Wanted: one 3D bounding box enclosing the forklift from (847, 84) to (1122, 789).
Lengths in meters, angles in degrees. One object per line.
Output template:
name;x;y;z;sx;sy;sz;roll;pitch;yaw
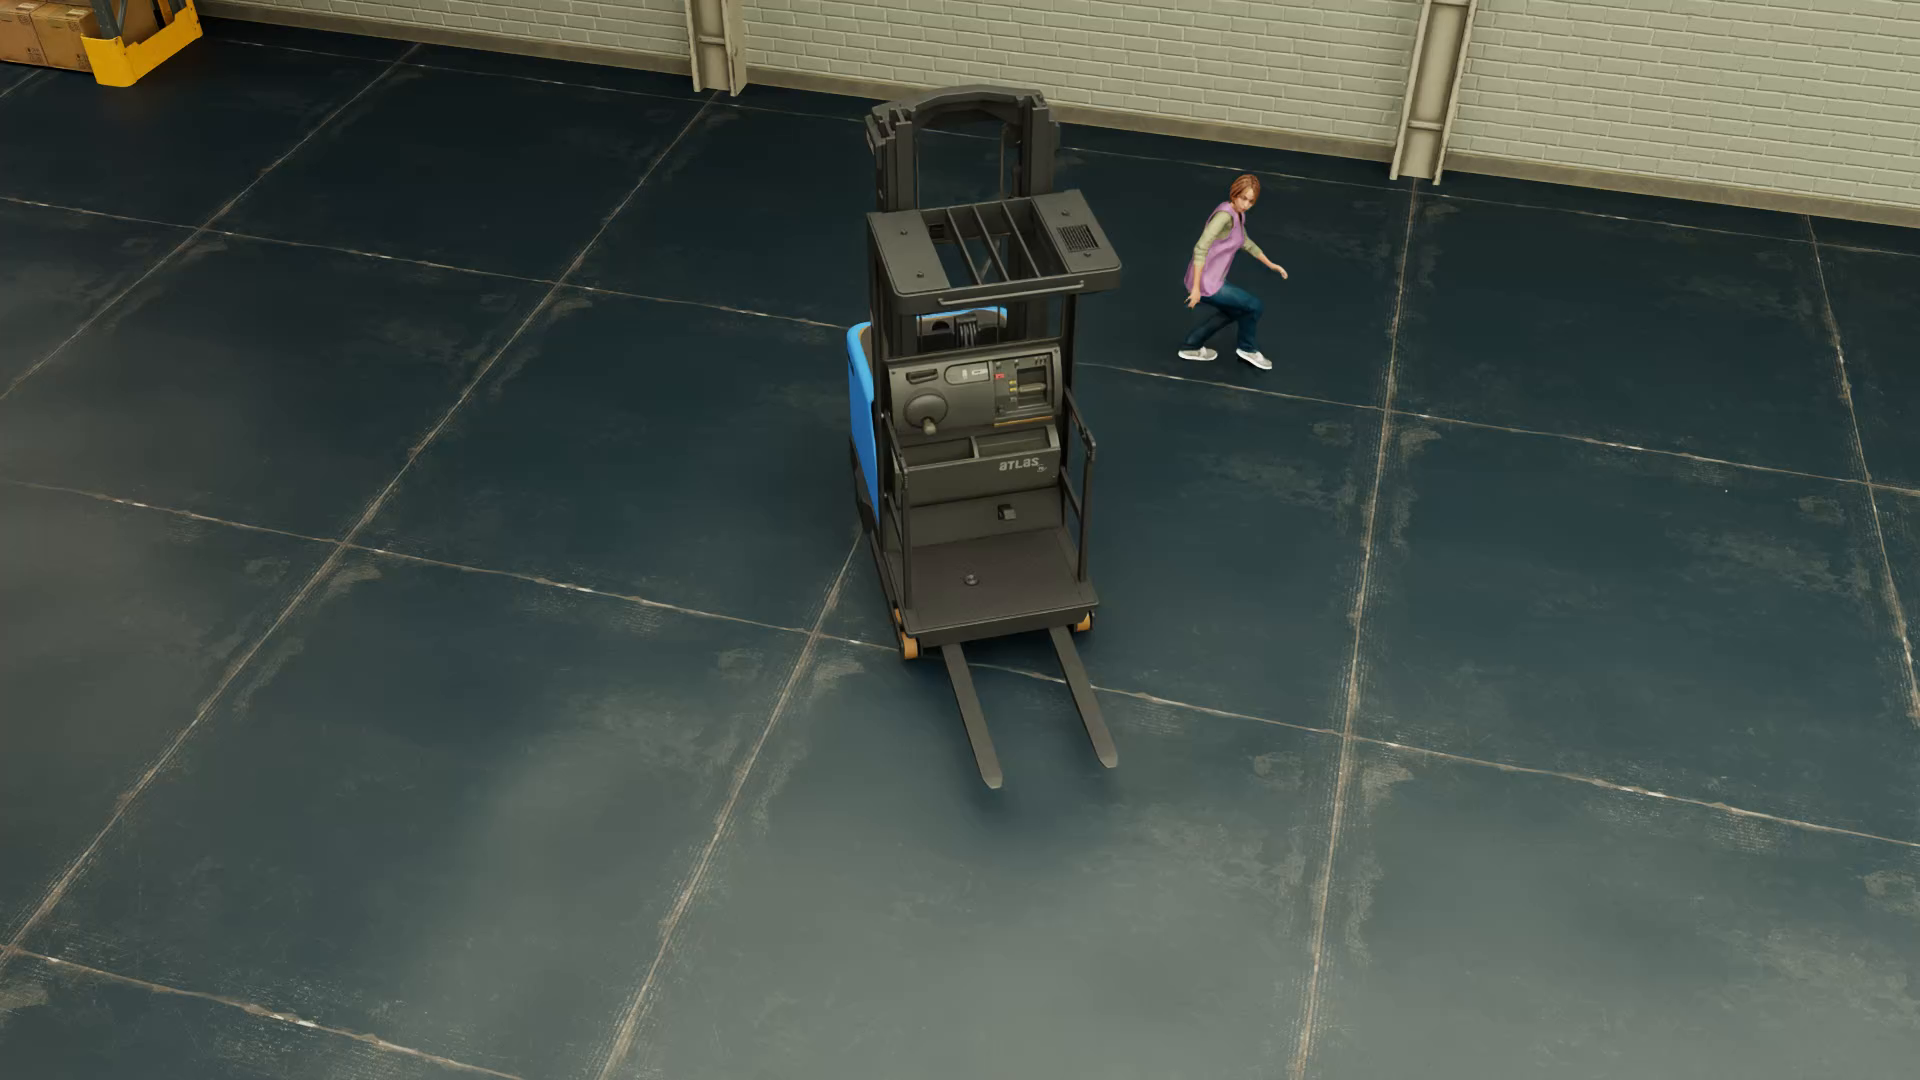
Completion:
forklift;0.137;-0.710;8.671;1.130;2.935;3.031;-9;42;-10

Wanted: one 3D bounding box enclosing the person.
person;1.821;-1.696;10.964;0.684;1.423;0.636;4;41;4
